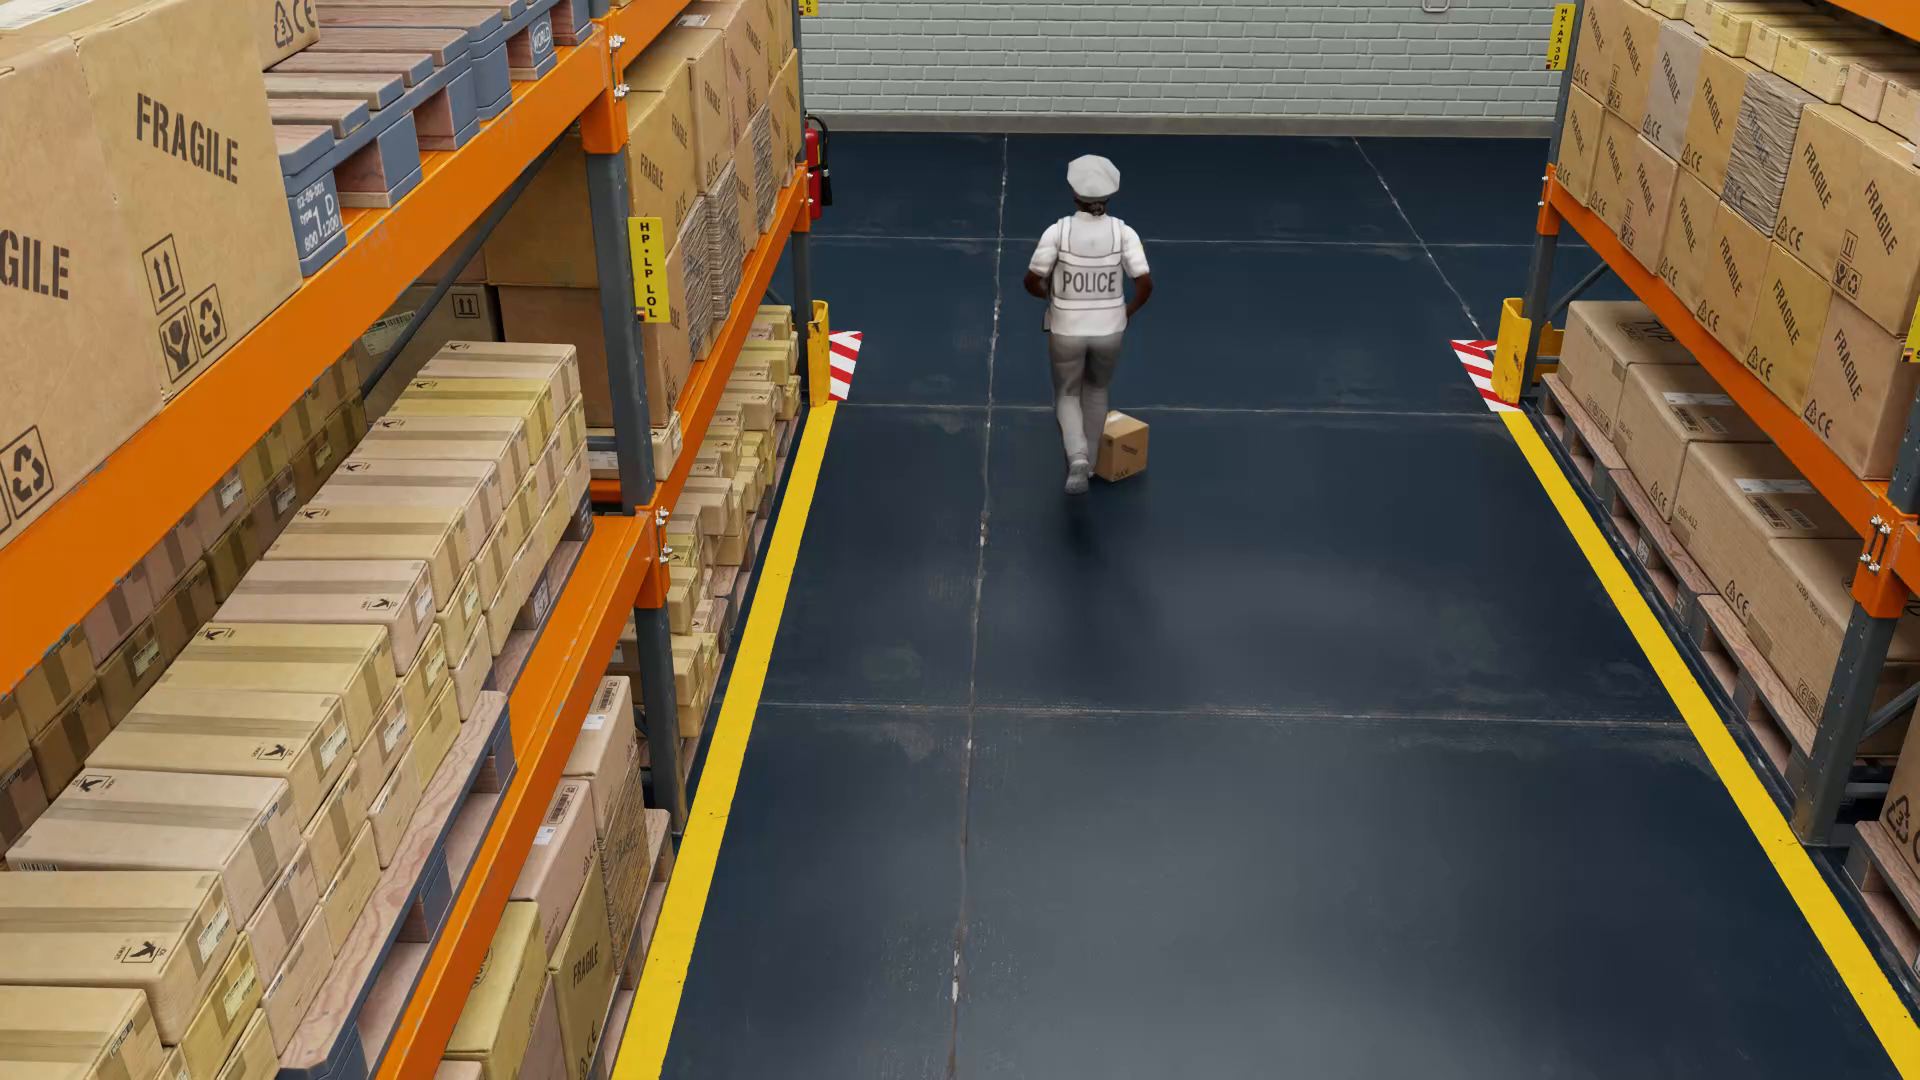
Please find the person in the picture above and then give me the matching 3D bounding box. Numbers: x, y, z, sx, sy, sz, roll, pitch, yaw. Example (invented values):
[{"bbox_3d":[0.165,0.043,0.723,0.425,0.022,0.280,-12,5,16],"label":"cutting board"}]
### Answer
[{"bbox_3d":[0.598,-0.993,7.970,0.606,1.672,0.673,-2,28,-3],"label":"person"}]
